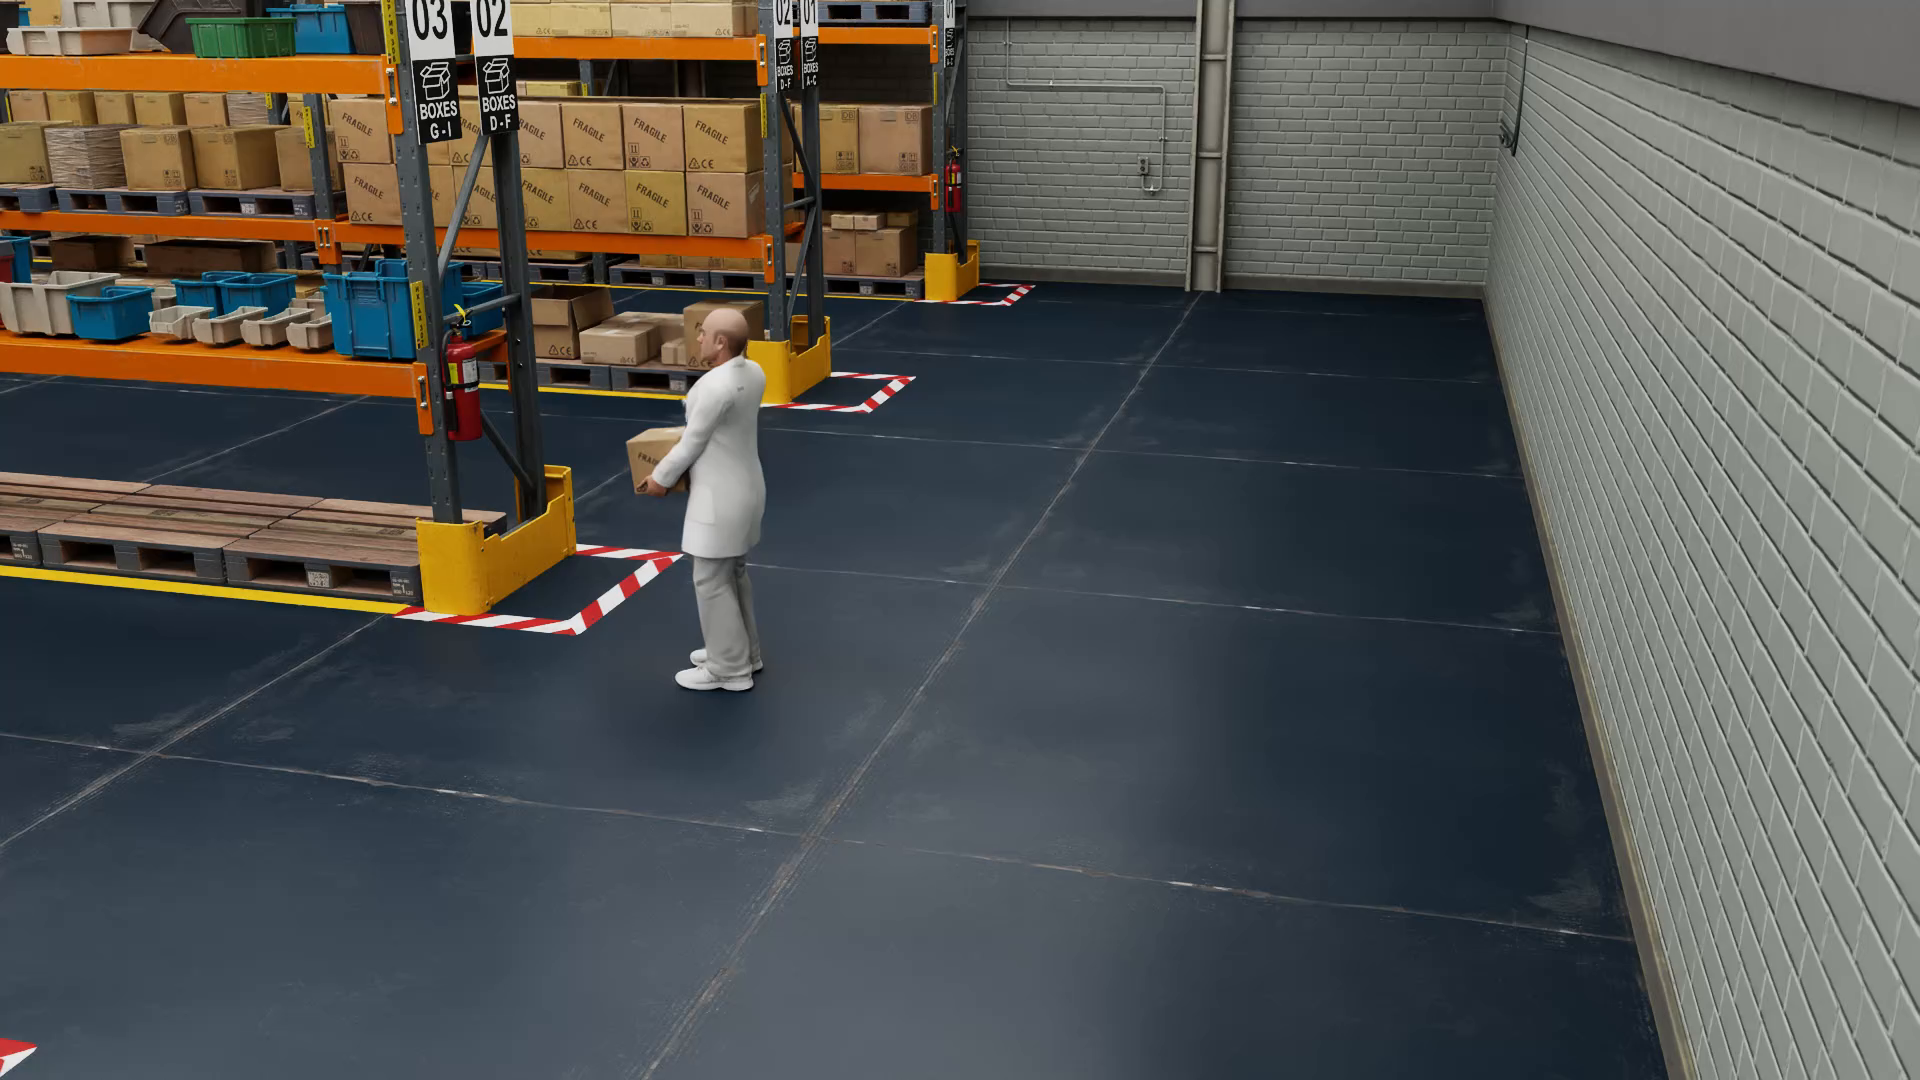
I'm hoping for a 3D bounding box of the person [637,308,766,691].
[{"bbox_3d":[-1.183,-0.193,7.680,0.543,1.778,0.522,4,19,14],"label":"person"}]
